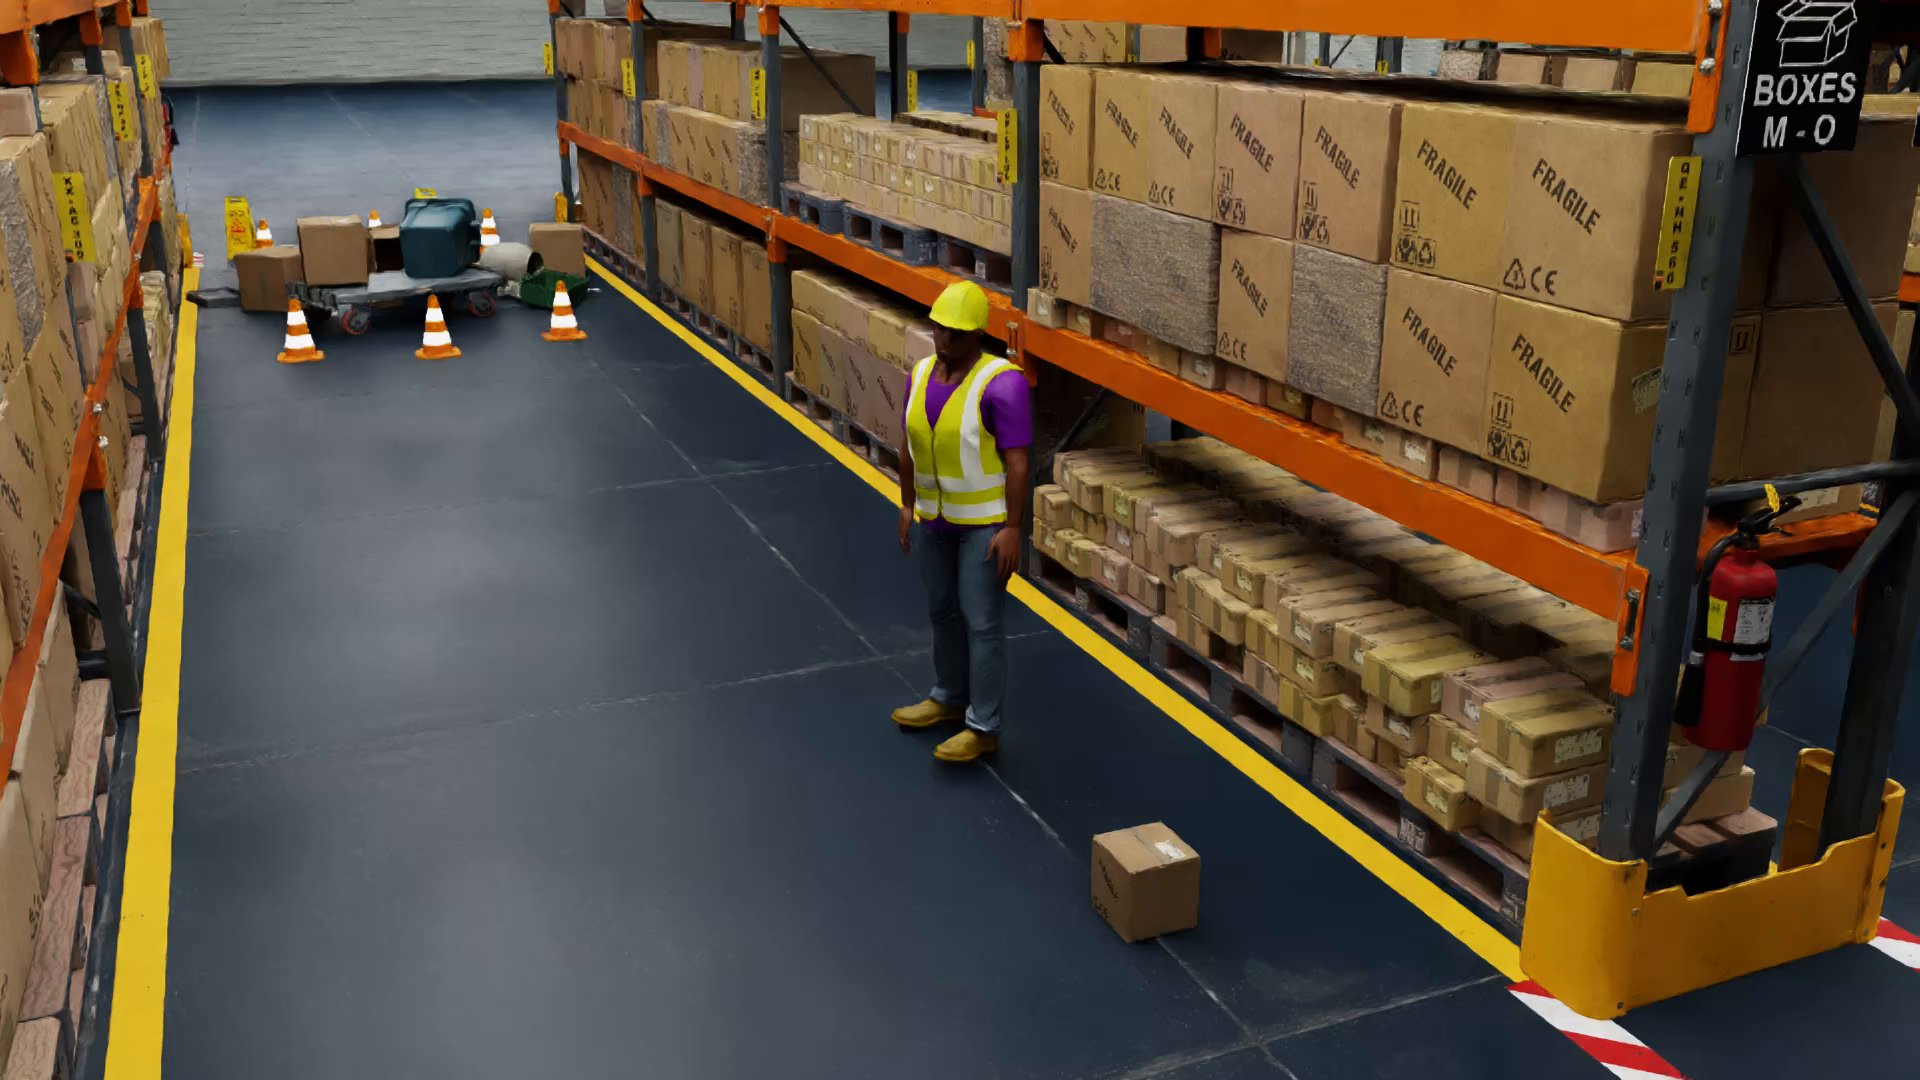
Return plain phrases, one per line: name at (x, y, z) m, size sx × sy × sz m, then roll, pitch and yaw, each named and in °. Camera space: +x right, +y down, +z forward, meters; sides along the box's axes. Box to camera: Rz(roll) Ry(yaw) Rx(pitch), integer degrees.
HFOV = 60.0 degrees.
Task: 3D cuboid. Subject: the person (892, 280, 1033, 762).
person at (-0.029, -0.064, 6.120) m, size 0.636 × 1.770 × 0.470 m, roll 16°, pitch 25°, yaw 40°
